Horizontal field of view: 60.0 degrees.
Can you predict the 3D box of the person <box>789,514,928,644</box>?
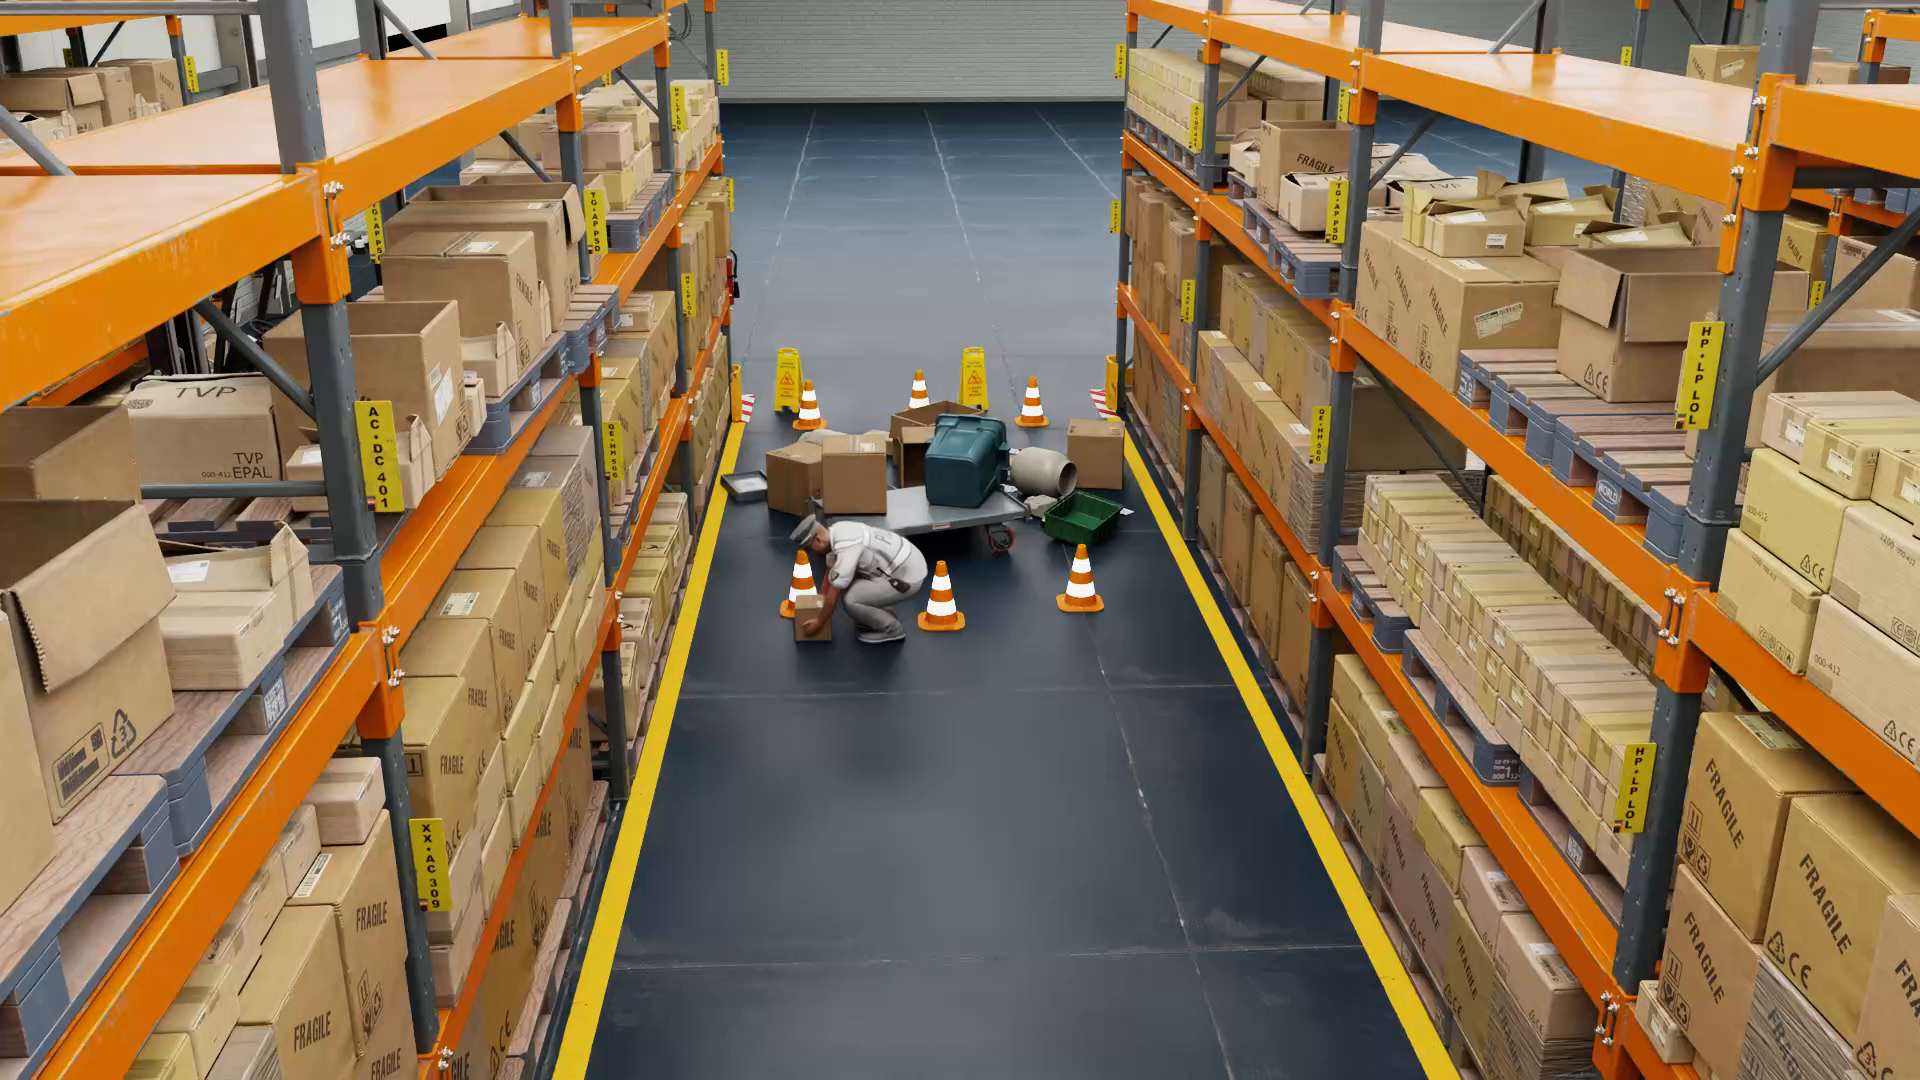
[{"bbox_3d":[-0.718,0.242,11.627,0.925,0.920,0.552,-1,20,-3],"label":"person"}]
